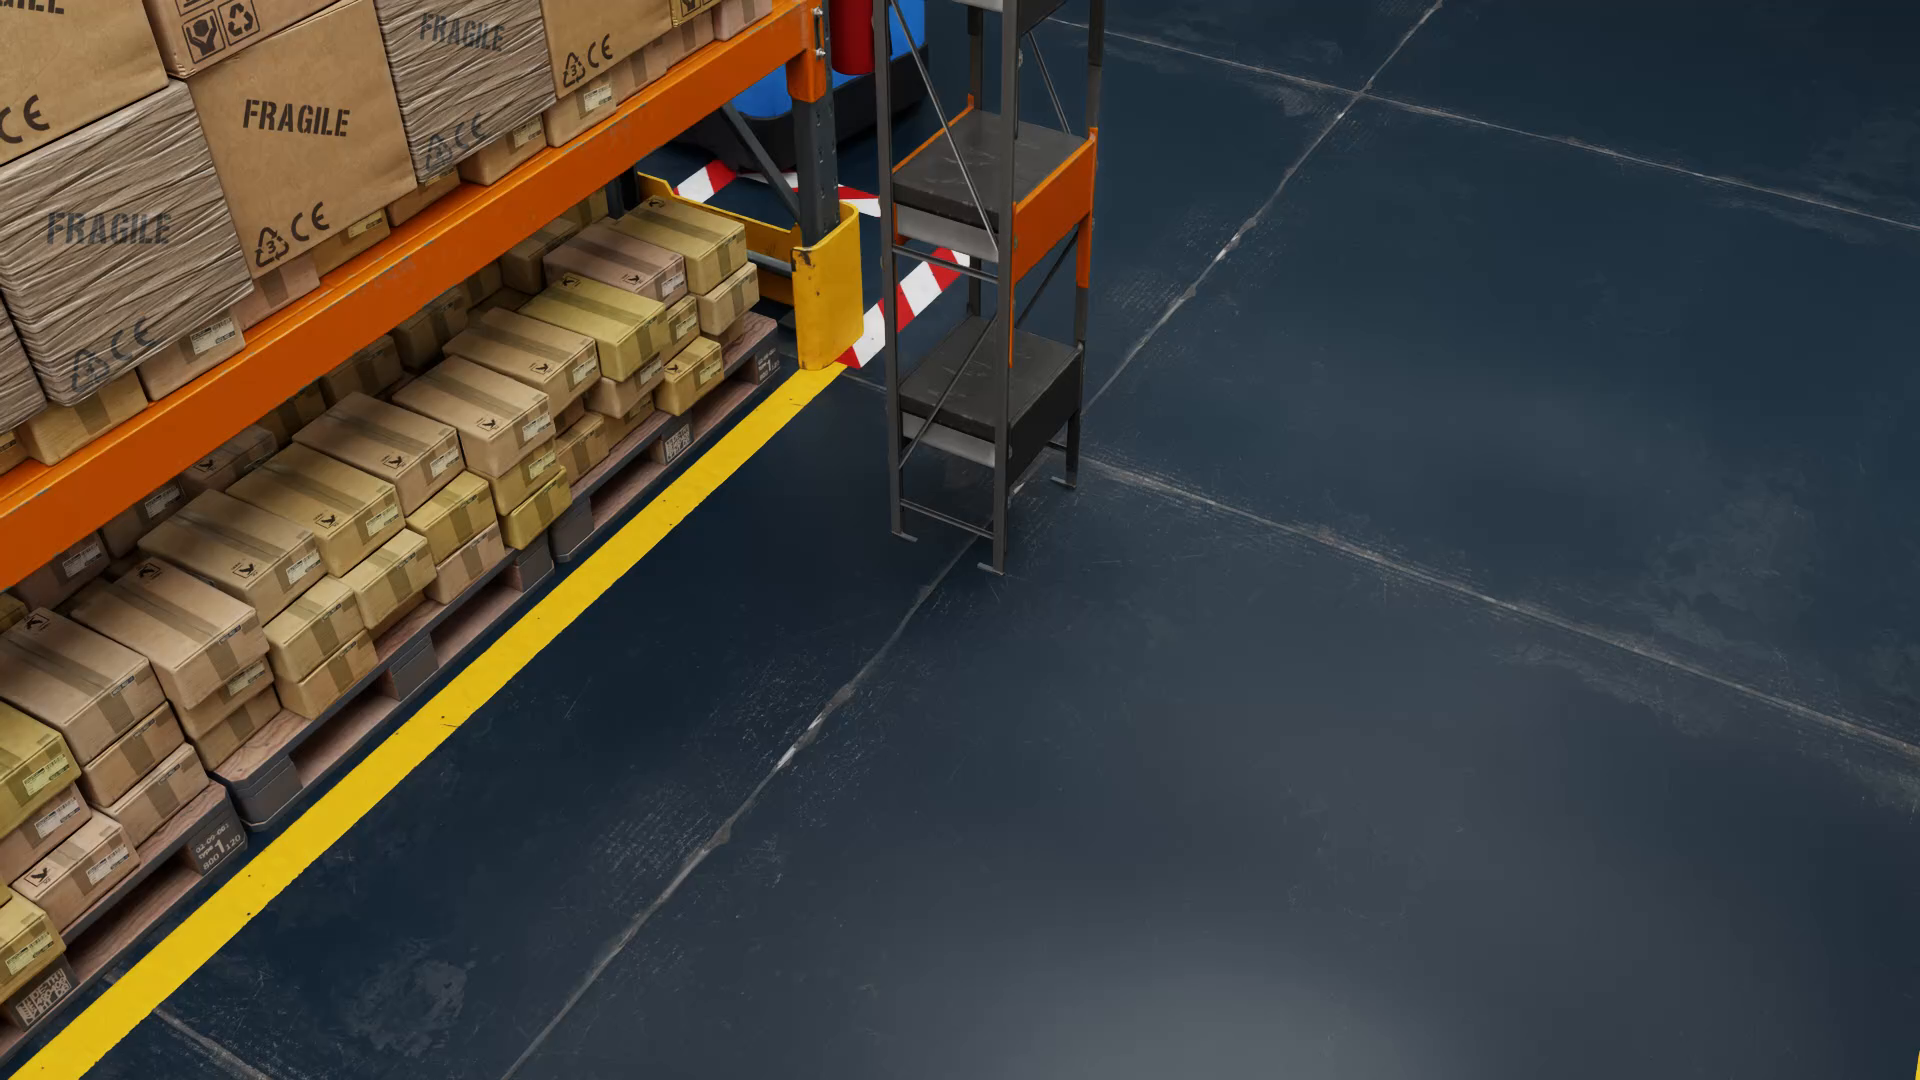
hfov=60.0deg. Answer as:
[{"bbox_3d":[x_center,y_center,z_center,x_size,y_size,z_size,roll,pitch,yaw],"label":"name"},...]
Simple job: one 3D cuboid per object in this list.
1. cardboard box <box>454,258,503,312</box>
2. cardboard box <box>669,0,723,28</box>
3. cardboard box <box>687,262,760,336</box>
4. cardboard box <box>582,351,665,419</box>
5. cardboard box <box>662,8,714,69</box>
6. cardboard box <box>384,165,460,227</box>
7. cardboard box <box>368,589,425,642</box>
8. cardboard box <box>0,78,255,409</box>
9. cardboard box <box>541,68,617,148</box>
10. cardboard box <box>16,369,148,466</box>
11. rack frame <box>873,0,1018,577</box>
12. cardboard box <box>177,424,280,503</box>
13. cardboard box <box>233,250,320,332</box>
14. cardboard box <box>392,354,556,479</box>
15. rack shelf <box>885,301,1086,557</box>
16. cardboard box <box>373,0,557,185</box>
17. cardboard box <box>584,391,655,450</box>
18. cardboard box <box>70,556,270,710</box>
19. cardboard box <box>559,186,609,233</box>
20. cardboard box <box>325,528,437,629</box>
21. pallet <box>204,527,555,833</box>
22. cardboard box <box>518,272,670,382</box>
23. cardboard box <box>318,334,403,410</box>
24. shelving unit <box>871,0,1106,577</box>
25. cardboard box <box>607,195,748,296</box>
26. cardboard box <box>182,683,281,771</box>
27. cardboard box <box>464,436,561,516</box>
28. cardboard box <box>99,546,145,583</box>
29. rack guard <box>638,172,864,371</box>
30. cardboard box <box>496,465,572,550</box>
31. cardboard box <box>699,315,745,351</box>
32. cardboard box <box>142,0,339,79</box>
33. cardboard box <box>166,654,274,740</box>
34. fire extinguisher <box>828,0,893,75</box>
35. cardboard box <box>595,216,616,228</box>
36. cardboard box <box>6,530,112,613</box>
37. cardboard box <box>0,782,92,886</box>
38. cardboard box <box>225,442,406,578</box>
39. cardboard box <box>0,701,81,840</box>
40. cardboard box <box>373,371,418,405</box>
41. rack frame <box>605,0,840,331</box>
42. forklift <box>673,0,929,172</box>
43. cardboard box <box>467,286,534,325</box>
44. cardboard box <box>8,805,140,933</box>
[{"bbox_3d":[-1.710,-0.873,5.361,0.380,0.149,0.250,21,45,22],"label":"cardboard box"},{"bbox_3d":[-0.885,-1.856,4.787,0.500,0.500,0.500,22,46,23],"label":"cardboard box"},{"bbox_3d":[-0.900,-0.852,5.562,0.380,0.149,0.250,20,45,21],"label":"cardboard box"},{"bbox_3d":[-1.158,-0.554,5.223,0.380,0.149,0.250,19,45,20],"label":"cardboard box"},{"bbox_3d":[-0.958,-1.544,4.924,0.380,0.149,0.250,21,45,22],"label":"cardboard box"},{"bbox_3d":[-1.522,-0.966,4.268,0.380,0.149,0.250,19,45,20],"label":"cardboard box"},{"bbox_3d":[-1.745,0.119,4.685,0.380,0.149,0.250,22,46,23],"label":"cardboard box"},{"bbox_3d":[-1.894,-0.671,3.441,0.500,0.500,0.500,20,45,21],"label":"cardboard box"},{"bbox_3d":[-1.178,-1.242,4.581,0.380,0.149,0.250,22,46,23],"label":"cardboard box"},{"bbox_3d":[-1.983,-0.338,3.554,0.380,0.149,0.250,22,46,23],"label":"cardboard box"},{"bbox_3d":[-0.039,-0.743,4.505,0.400,2.100,0.015,21,45,22],"label":"rack frame"},{"bbox_3d":[-2.124,-0.237,4.639,0.380,0.149,0.250,21,46,22],"label":"cardboard box"},{"bbox_3d":[-1.749,-0.658,3.917,0.380,0.149,0.250,23,46,24],"label":"cardboard box"},{"bbox_3d":[-1.394,-0.359,4.777,0.380,0.149,0.250,23,46,24],"label":"cardboard box"},{"bbox_3d":[0.083,-0.347,5.135,0.431,0.518,0.480,21,45,22],"label":"rack shelf"},{"bbox_3d":[-1.393,-1.269,4.121,0.500,0.500,0.500,21,46,22],"label":"cardboard box"},{"bbox_3d":[-1.214,-0.463,5.345,0.380,0.149,0.250,21,45,22],"label":"cardboard box"},{"bbox_3d":[-1.951,0.226,4.113,0.380,0.149,0.250,22,46,23],"label":"cardboard box"},{"bbox_3d":[-1.439,-1.172,5.701,0.380,0.149,0.250,19,45,20],"label":"cardboard box"},{"bbox_3d":[-1.665,0.054,4.533,0.380,0.149,0.250,21,46,22],"label":"cardboard box"},{"bbox_3d":[-1.970,0.190,4.875,1.003,0.211,1.213,21,45,22],"label":"pallet"},{"bbox_3d":[-1.123,-0.658,5.117,0.380,0.149,0.250,20,45,21],"label":"cardboard box"},{"bbox_3d":[-1.909,-0.548,4.992,0.380,0.149,0.250,23,46,24],"label":"cardboard box"},{"bbox_3d":[0.083,-0.883,4.664,0.431,2.100,0.503,21,45,22],"label":"shelving unit"},{"bbox_3d":[-0.928,-0.973,5.474,0.380,0.149,0.250,21,46,23],"label":"cardboard box"},{"bbox_3d":[-2.023,0.411,4.353,0.380,0.149,0.250,19,45,20],"label":"cardboard box"},{"bbox_3d":[-1.406,-0.253,4.882,0.380,0.149,0.250,22,46,23],"label":"cardboard box"},{"bbox_3d":[-2.286,0.027,4.564,0.380,0.149,0.250,19,45,20],"label":"cardboard box"},{"bbox_3d":[-0.921,-1.067,6.083,1.175,0.500,0.348,21,45,22],"label":"rack guard"},{"bbox_3d":[-1.399,-0.151,4.991,0.380,0.149,0.250,19,45,20],"label":"cardboard box"},{"bbox_3d":[-0.966,-0.766,5.690,0.380,0.149,0.250,22,46,23],"label":"cardboard box"},{"bbox_3d":[-1.664,-1.335,3.439,0.500,0.500,0.500,19,45,21],"label":"cardboard box"},{"bbox_3d":[-1.991,0.310,4.242,0.380,0.149,0.250,23,46,24],"label":"cardboard box"},{"bbox_3d":[-0.357,-1.871,5.446,0.296,0.674,0.183,21,45,22],"label":"fire extinguisher"},{"bbox_3d":[-1.367,-1.033,5.768,0.380,0.149,0.250,23,46,24],"label":"cardboard box"},{"bbox_3d":[-2.467,0.027,4.339,0.380,0.149,0.250,19,45,20],"label":"cardboard box"},{"bbox_3d":[-2.286,0.613,3.898,0.380,0.149,0.250,21,45,22],"label":"cardboard box"},{"bbox_3d":[-1.729,-0.085,4.466,0.380,0.149,0.250,21,46,22],"label":"cardboard box"},{"bbox_3d":[-2.260,0.502,3.800,0.380,0.149,0.250,20,45,21],"label":"cardboard box"},{"bbox_3d":[-1.872,-0.432,5.085,0.380,0.149,0.250,19,45,20],"label":"cardboard box"},{"bbox_3d":[-0.883,-2.049,5.307,1.000,3.000,0.127,21,45,22],"label":"rack frame"},{"bbox_3d":[-1.579,-3.451,6.951,3.031,2.935,1.130,30,49,30],"label":"forklift"},{"bbox_3d":[-1.599,-0.726,5.419,0.380,0.149,0.250,21,46,23],"label":"cardboard box"},{"bbox_3d":[-2.212,0.739,3.981,0.380,0.149,0.250,21,45,22],"label":"cardboard box"}]
